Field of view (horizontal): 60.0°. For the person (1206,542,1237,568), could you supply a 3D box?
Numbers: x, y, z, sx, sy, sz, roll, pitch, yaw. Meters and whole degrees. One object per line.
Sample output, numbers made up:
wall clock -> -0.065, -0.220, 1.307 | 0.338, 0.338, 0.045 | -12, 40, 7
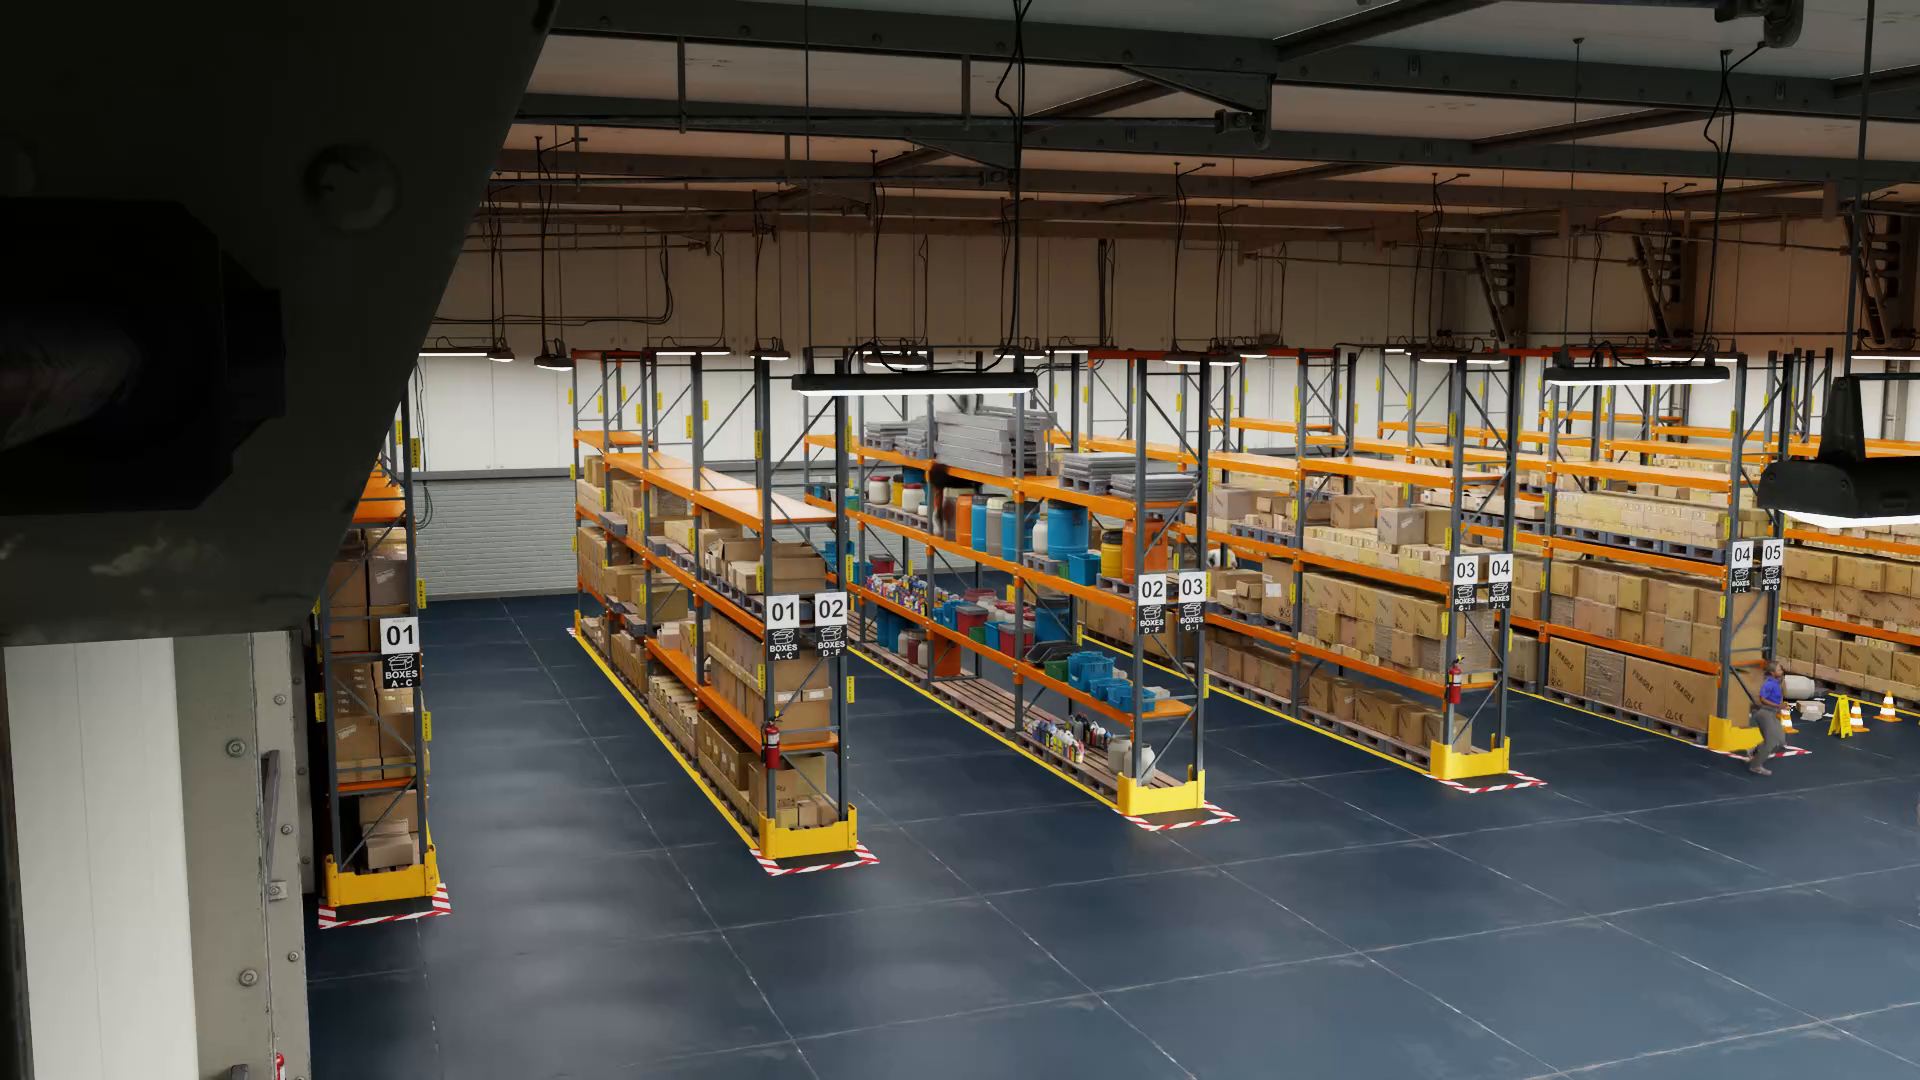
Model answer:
person -> 5.793, 0.986, 36.810 | 0.698, 1.584, 0.989 | -3, 8, -20

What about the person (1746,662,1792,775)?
person -> 11.715, 2.565, 24.015 | 0.586, 1.603, 0.598 | 6, 9, 39
